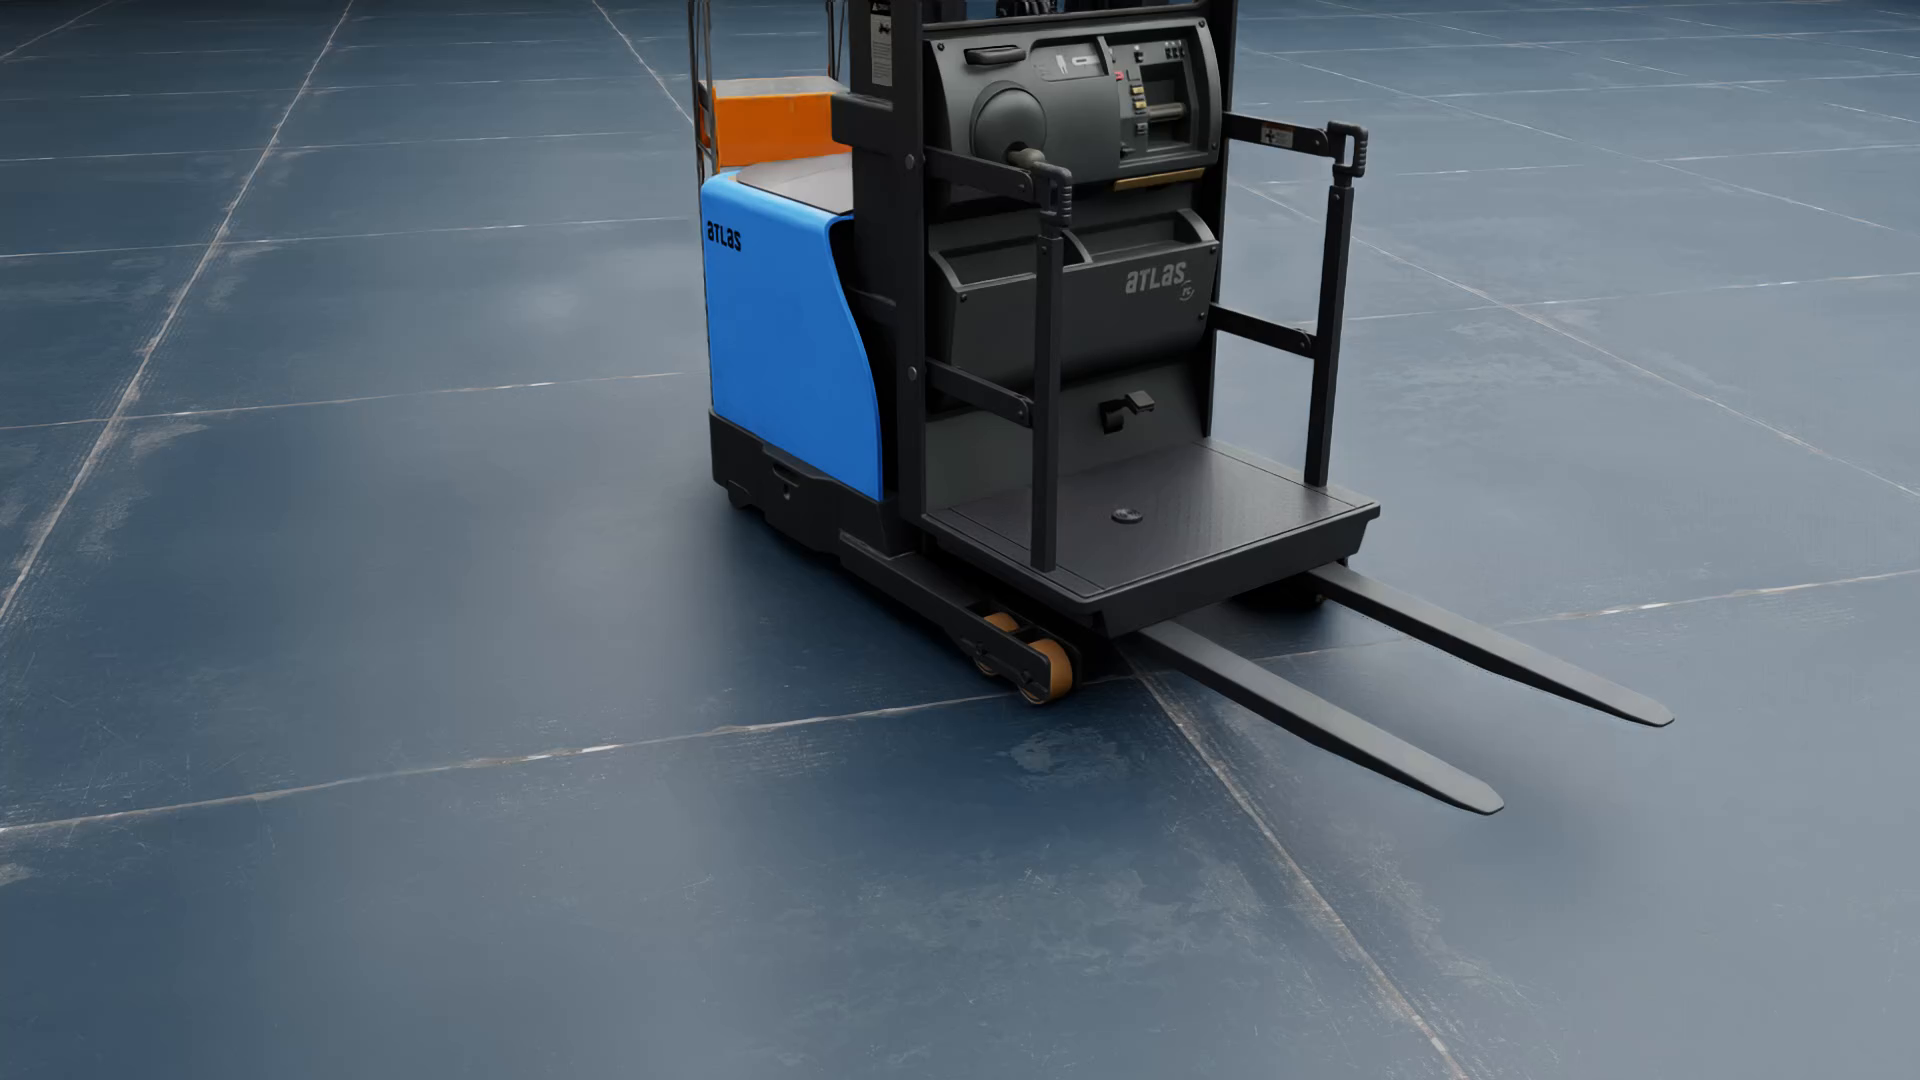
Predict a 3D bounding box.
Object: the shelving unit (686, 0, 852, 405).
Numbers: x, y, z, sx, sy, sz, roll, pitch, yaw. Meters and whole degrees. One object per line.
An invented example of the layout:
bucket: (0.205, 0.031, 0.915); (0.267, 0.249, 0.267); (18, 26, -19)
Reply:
shelving unit: (-0.629, -1.344, 5.716); (0.503, 2.100, 0.431); (-7, 24, -15)

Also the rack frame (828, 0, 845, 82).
rack frame: (-0.396, -1.373, 5.781); (0.015, 2.100, 0.400); (-7, 24, -15)

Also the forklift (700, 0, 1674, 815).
forklift: (0.449, -1.144, 4.198); (1.130, 2.935, 3.031); (-16, 28, -33)

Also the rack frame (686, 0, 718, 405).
rack frame: (-0.863, -1.316, 5.652); (0.015, 2.100, 0.400); (-7, 24, -15)

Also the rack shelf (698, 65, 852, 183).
rack shelf: (-0.629, -1.332, 5.722); (0.480, 0.518, 0.431); (-7, 24, -15)

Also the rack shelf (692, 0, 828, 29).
rack shelf: (-0.631, -1.974, 5.443); (0.480, 0.518, 0.431); (-7, 24, -15)
